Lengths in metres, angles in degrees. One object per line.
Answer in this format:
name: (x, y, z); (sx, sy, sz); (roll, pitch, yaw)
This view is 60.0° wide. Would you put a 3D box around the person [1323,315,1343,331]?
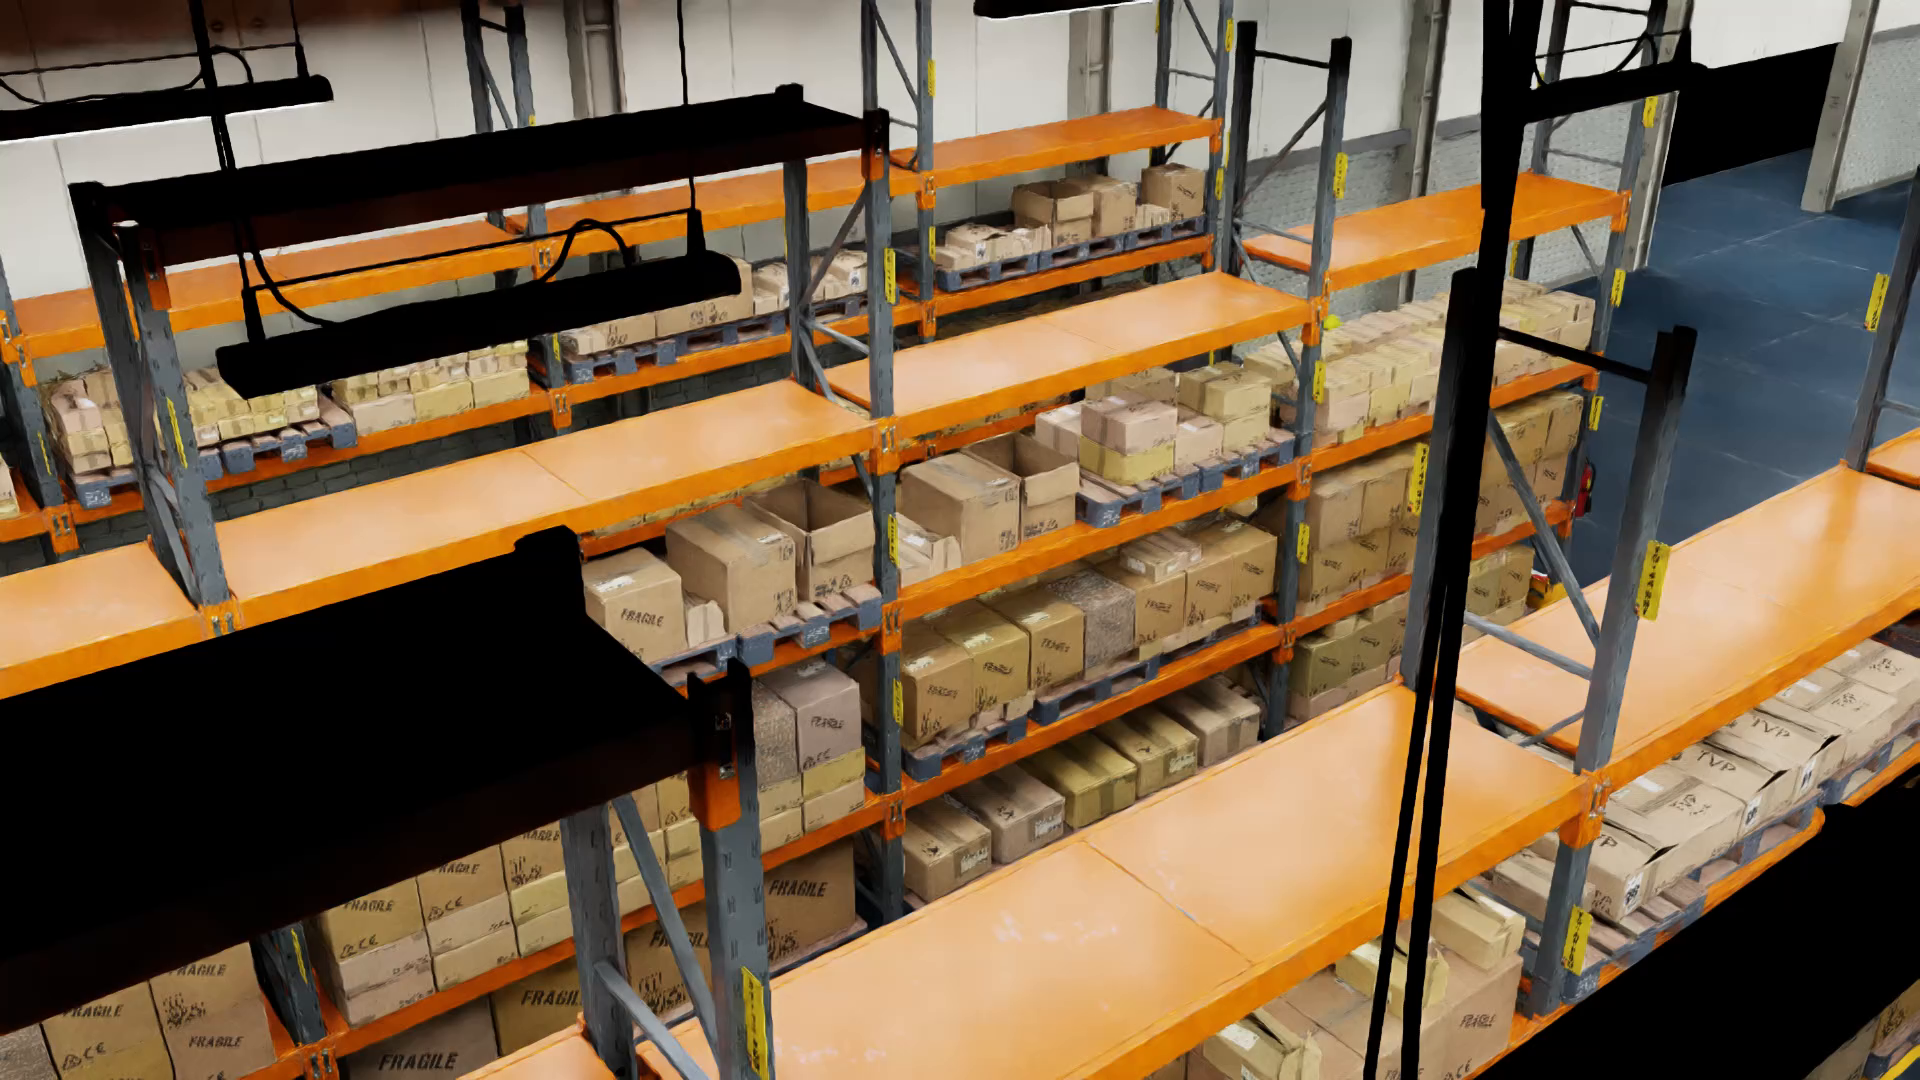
person: (4.307, -1.846, 19.954); (0.578, 1.714, 0.719); (-19, 32, -34)
